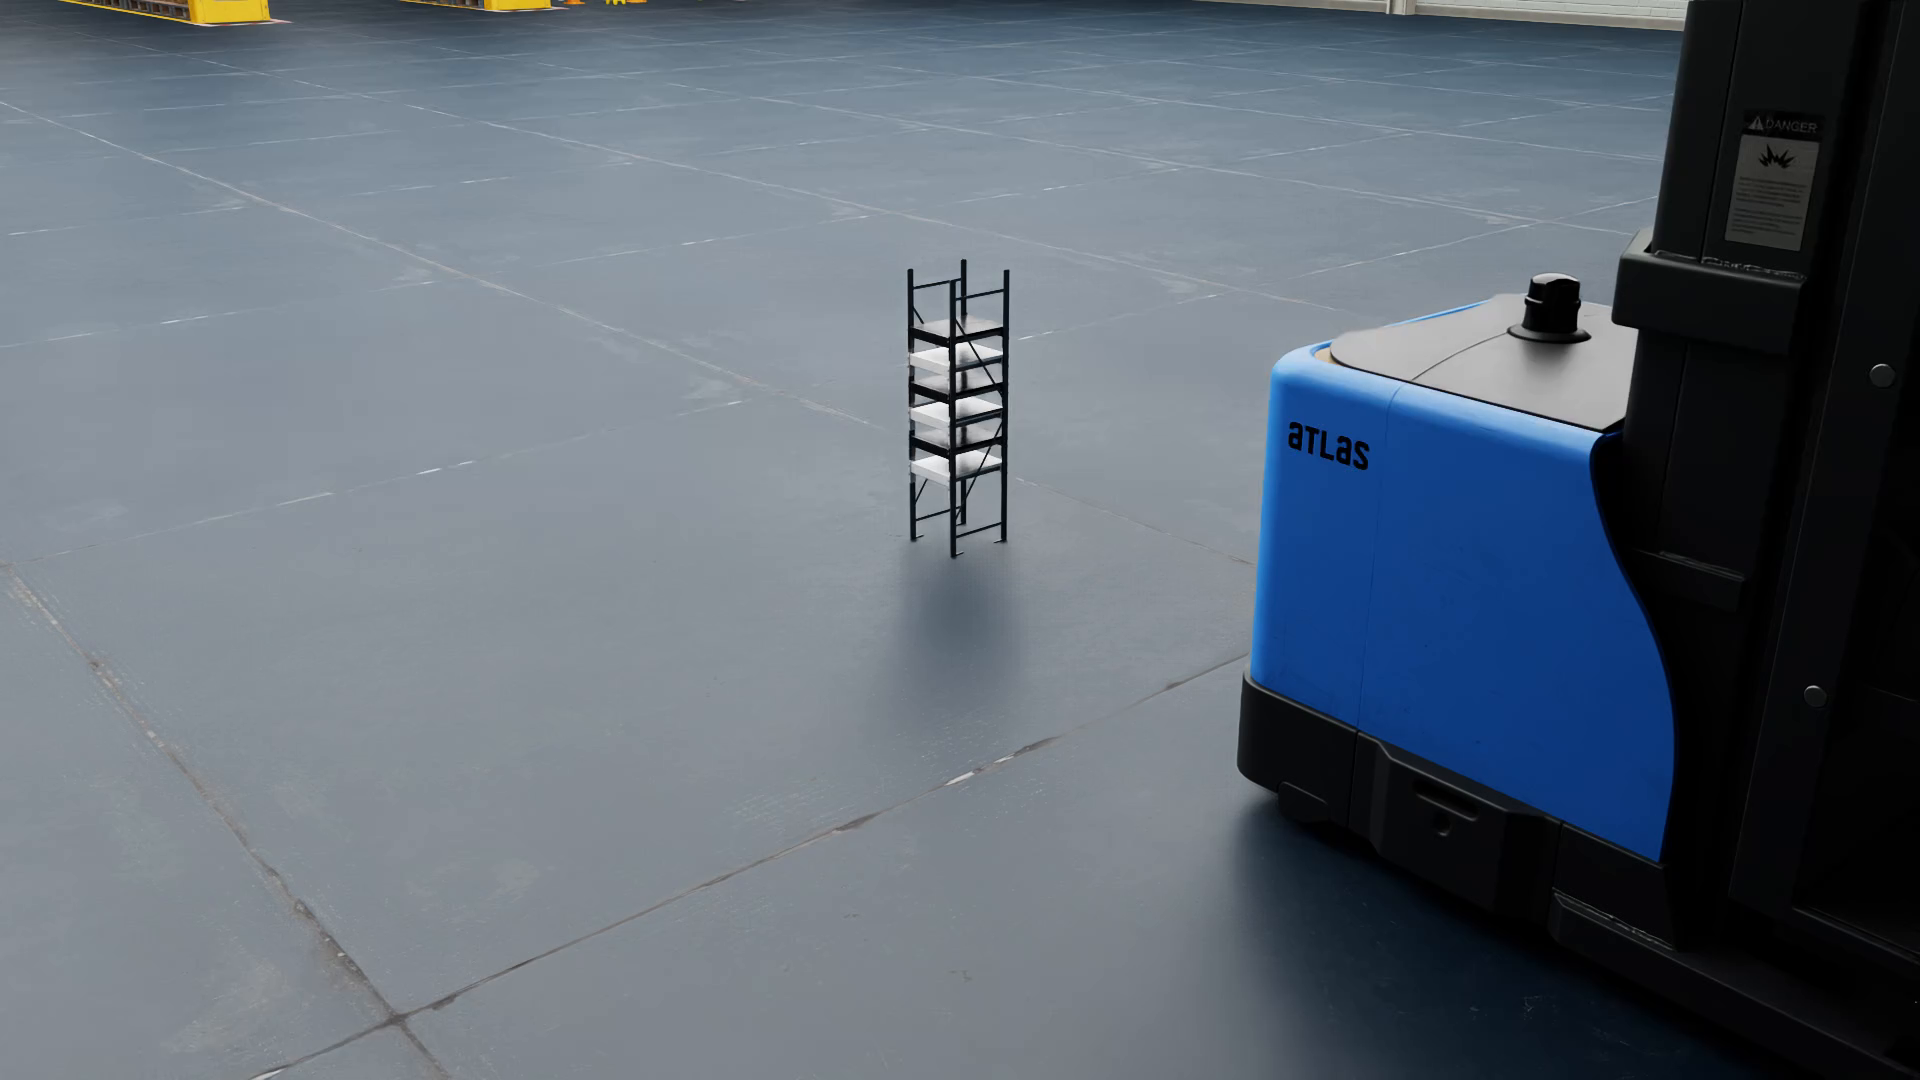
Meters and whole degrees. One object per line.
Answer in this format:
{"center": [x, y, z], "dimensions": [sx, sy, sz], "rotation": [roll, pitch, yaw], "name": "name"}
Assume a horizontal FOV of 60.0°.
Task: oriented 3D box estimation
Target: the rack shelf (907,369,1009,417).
{"center": [-0.005, -0.474, 5.305], "dimensions": [0.258, 0.077, 0.200], "rotation": [-17, 27, -37], "name": "rack shelf"}

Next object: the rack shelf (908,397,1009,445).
{"center": [-0.005, -0.390, 5.338], "dimensions": [0.258, 0.077, 0.200], "rotation": [-17, 27, -37], "name": "rack shelf"}

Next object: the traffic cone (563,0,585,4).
{"center": [-7.213, -10.242, 30.999], "dimensions": [0.336, 0.463, 0.334], "rotation": [-17, 27, -37], "name": "traffic cone"}

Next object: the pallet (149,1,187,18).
{"center": [-13.111, -9.078, 28.372], "dimensions": [1.003, 0.211, 1.213], "rotation": [-17, 27, -37], "name": "pallet"}

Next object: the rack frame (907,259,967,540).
{"center": [-0.072, -0.449, 5.397], "dimensions": [0.240, 0.900, 0.006], "rotation": [-17, 27, -37], "name": "rack frame"}

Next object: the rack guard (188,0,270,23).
{"center": [-11.816, -8.643, 26.865], "dimensions": [1.175, 0.500, 0.348], "rotation": [-17, 27, -37], "name": "rack guard"}

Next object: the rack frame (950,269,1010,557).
{"center": [0.061, -0.393, 5.254], "dimensions": [0.240, 0.900, 0.006], "rotation": [-17, 27, -37], "name": "rack frame"}

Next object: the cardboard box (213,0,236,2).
{"center": [-12.161, -8.994, 27.185], "dimensions": [0.500, 0.500, 0.500], "rotation": [-12, 24, -28], "name": "cardboard box"}

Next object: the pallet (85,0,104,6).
{"center": [-15.687, -10.144, 31.095], "dimensions": [1.003, 0.211, 1.213], "rotation": [-17, 27, -37], "name": "pallet"}

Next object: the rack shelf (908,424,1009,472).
{"center": [-0.005, -0.306, 5.371], "dimensions": [0.258, 0.077, 0.200], "rotation": [-17, 27, -37], "name": "rack shelf"}

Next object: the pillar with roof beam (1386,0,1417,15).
{"center": [4.299, -12.187, 24.261], "dimensions": [9.100, 9.000, 0.400], "rotation": [-17, 27, -37], "name": "pillar with roof beam"}

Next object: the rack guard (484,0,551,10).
{"center": [-7.927, -9.768, 29.737], "dimensions": [1.175, 0.500, 0.348], "rotation": [-17, 27, -37], "name": "rack guard"}

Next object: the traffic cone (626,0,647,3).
{"center": [-6.135, -10.417, 31.446], "dimensions": [0.336, 0.463, 0.334], "rotation": [-17, 27, -37], "name": "traffic cone"}

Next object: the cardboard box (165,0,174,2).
{"center": [-13.302, -9.493, 28.460], "dimensions": [0.500, 0.500, 0.500], "rotation": [19, 29, 40], "name": "cardboard box"}

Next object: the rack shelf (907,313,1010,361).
{"center": [-0.005, -0.642, 5.239], "dimensions": [0.258, 0.077, 0.200], "rotation": [-17, 27, -37], "name": "rack shelf"}

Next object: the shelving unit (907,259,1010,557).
{"center": [-0.005, -0.421, 5.326], "dimensions": [0.258, 0.900, 0.210], "rotation": [-17, 27, -37], "name": "shelving unit"}

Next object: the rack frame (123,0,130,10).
{"center": [-14.377, -10.891, 29.177], "dimensions": [1.000, 3.000, 0.127], "rotation": [-17, 27, -37], "name": "rack frame"}

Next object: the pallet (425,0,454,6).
{"center": [-9.316, -10.179, 31.184], "dimensions": [1.003, 0.211, 1.213], "rotation": [-17, 27, -37], "name": "pallet"}

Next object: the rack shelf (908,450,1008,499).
{"center": [-0.005, -0.223, 5.403], "dimensions": [0.258, 0.077, 0.200], "rotation": [-17, 27, -37], "name": "rack shelf"}

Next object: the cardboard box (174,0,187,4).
{"center": [-12.971, -9.328, 28.039], "dimensions": [0.500, 0.500, 0.500], "rotation": [-14, 26, -33], "name": "cardboard box"}

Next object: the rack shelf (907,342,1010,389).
{"center": [-0.005, -0.558, 5.272], "dimensions": [0.258, 0.077, 0.200], "rotation": [-17, 27, -37], "name": "rack shelf"}

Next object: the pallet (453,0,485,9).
{"center": [-8.524, -9.842, 30.324], "dimensions": [1.003, 0.211, 1.213], "rotation": [-17, 27, -37], "name": "pallet"}

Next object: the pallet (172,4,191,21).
{"center": [-12.319, -8.741, 27.512], "dimensions": [1.003, 0.211, 1.213], "rotation": [-17, 27, -37], "name": "pallet"}

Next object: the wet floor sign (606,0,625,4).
{"center": [-6.424, -10.306, 30.911], "dimensions": [0.232, 0.644, 0.267], "rotation": [17, 27, 36], "name": "wet floor sign"}

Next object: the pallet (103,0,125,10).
{"center": [-14.886, -9.807, 30.234], "dimensions": [1.003, 0.211, 1.213], "rotation": [-17, 27, -37], "name": "pallet"}

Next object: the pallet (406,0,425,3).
{"center": [-10.116, -10.516, 32.045], "dimensions": [1.003, 0.211, 1.213], "rotation": [-17, 27, -37], "name": "pallet"}

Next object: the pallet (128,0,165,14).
{"center": [-13.912, -9.415, 29.233], "dimensions": [1.003, 0.211, 1.213], "rotation": [-17, 27, -37], "name": "pallet"}

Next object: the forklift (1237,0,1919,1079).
{"center": [1.983, -0.466, 2.654], "dimensions": [1.130, 2.935, 3.031], "rotation": [-17, 27, -37], "name": "forklift"}

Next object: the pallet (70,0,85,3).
{"center": [-16.479, -10.481, 31.955], "dimensions": [1.003, 0.211, 1.213], "rotation": [-17, 27, -37], "name": "pallet"}
